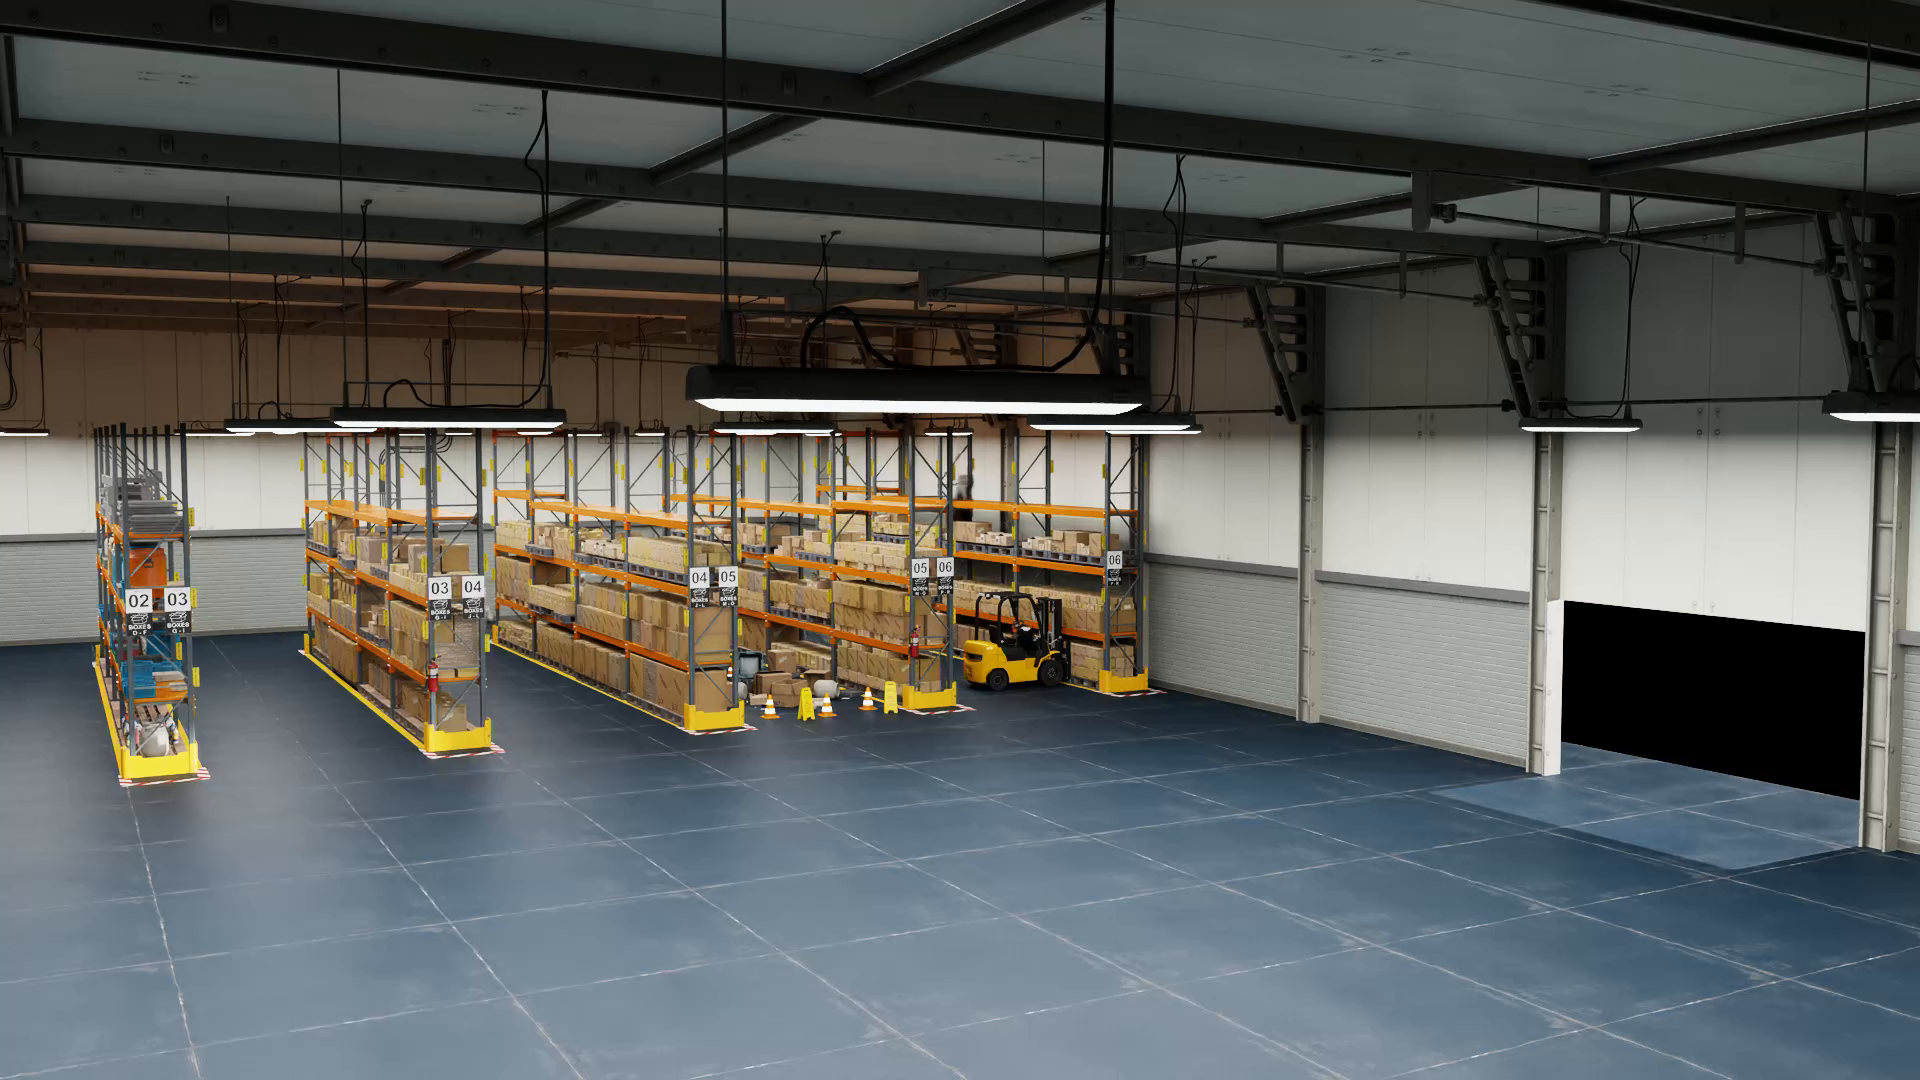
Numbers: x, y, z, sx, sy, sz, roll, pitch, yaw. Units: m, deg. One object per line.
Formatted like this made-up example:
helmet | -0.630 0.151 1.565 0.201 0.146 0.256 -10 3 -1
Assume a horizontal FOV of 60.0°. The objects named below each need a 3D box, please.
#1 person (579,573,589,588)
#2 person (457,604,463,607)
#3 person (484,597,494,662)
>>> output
person | -11.174 1.841 49.301 0.839 1.731 0.700 -2 4 -24
person | -13.958 2.115 45.685 0.761 1.696 0.610 -1 4 -22
person | -12.449 2.292 43.139 0.613 1.697 0.954 -2 4 -34
